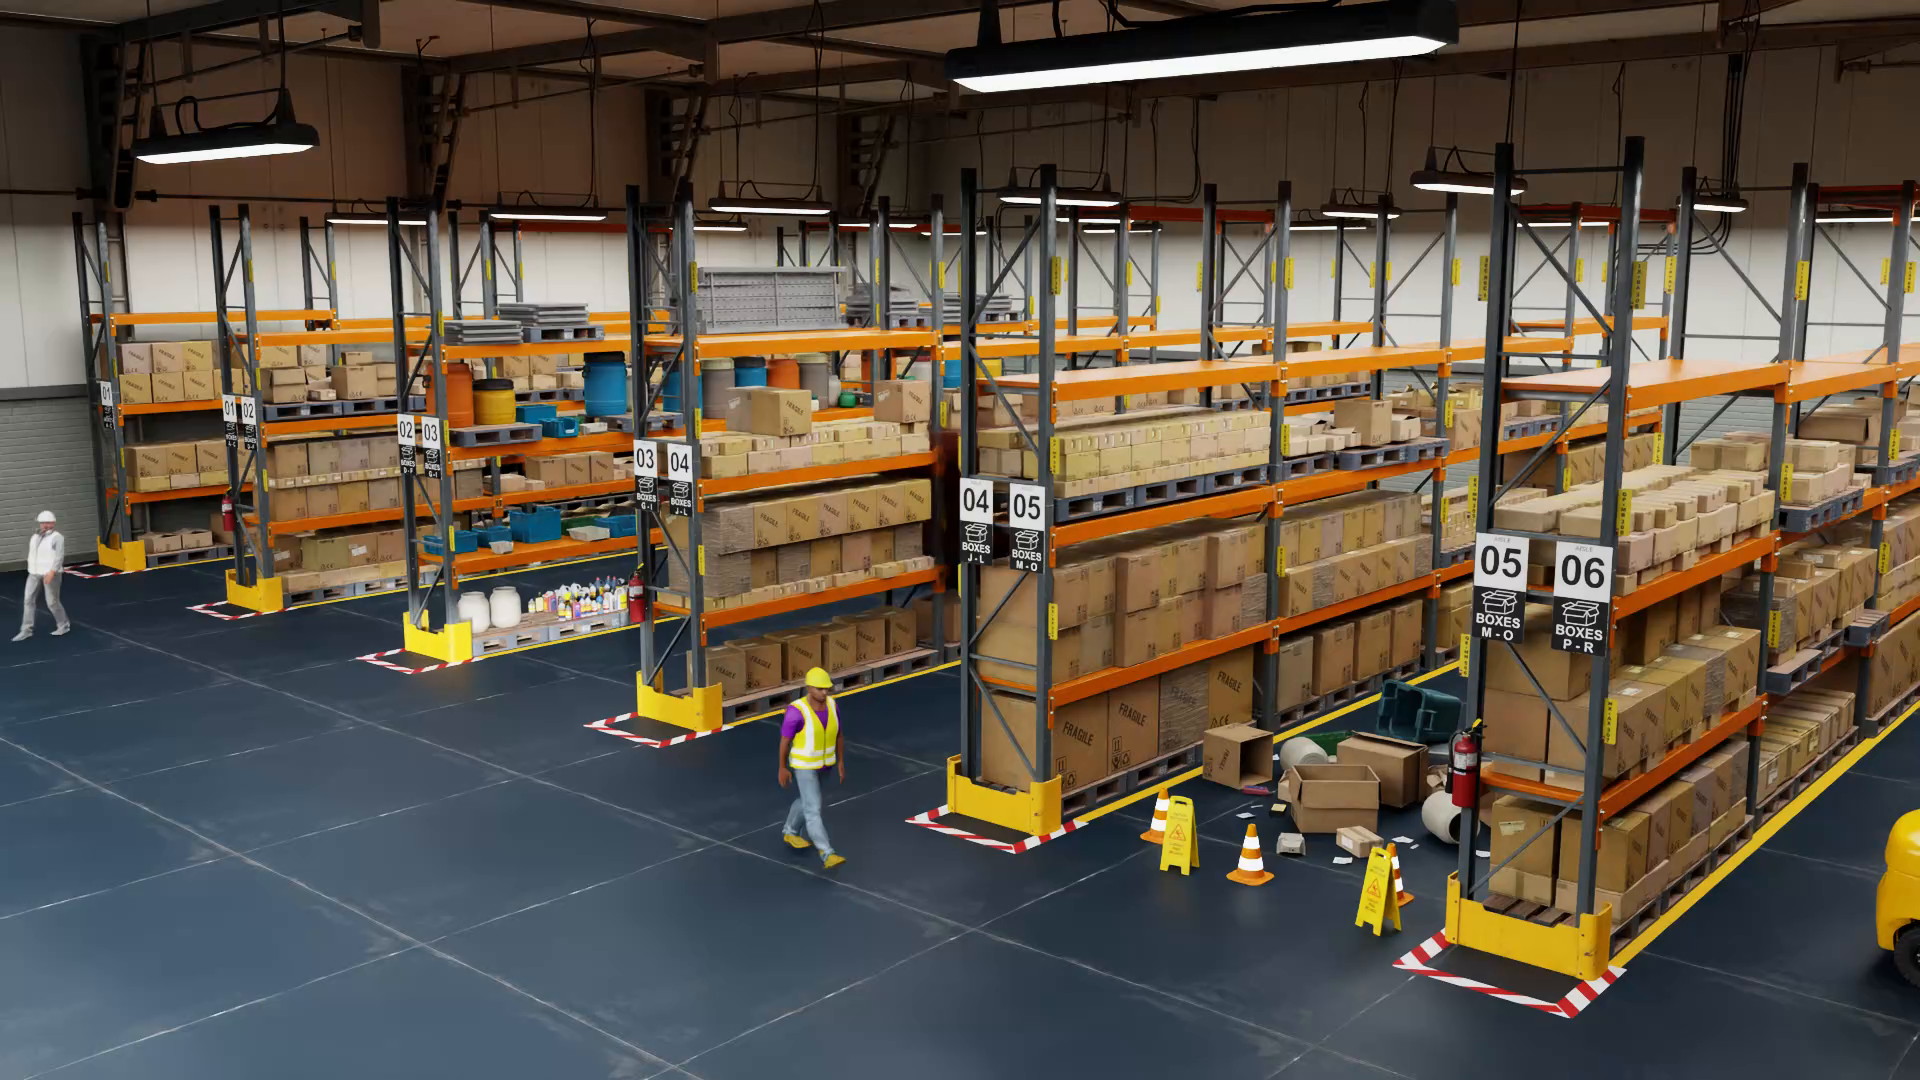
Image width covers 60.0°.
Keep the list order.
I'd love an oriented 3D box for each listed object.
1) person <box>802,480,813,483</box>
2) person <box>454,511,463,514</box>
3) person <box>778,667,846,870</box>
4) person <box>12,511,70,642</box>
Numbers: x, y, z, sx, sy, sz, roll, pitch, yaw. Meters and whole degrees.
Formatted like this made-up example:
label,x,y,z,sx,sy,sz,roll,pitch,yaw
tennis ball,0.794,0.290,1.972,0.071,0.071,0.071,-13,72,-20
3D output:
label,x,y,z,sx,sy,sz,roll,pitch,yaw
person,-2.360,-0.165,25.413,0.530,1.612,1.010,6,11,31
person,-9.021,-0.595,29.738,0.486,1.670,0.464,7,12,37
person,-1.219,1.936,14.384,1.092,1.692,0.594,9,13,42
person,-12.766,0.504,23.038,0.571,1.772,0.765,2,10,10
